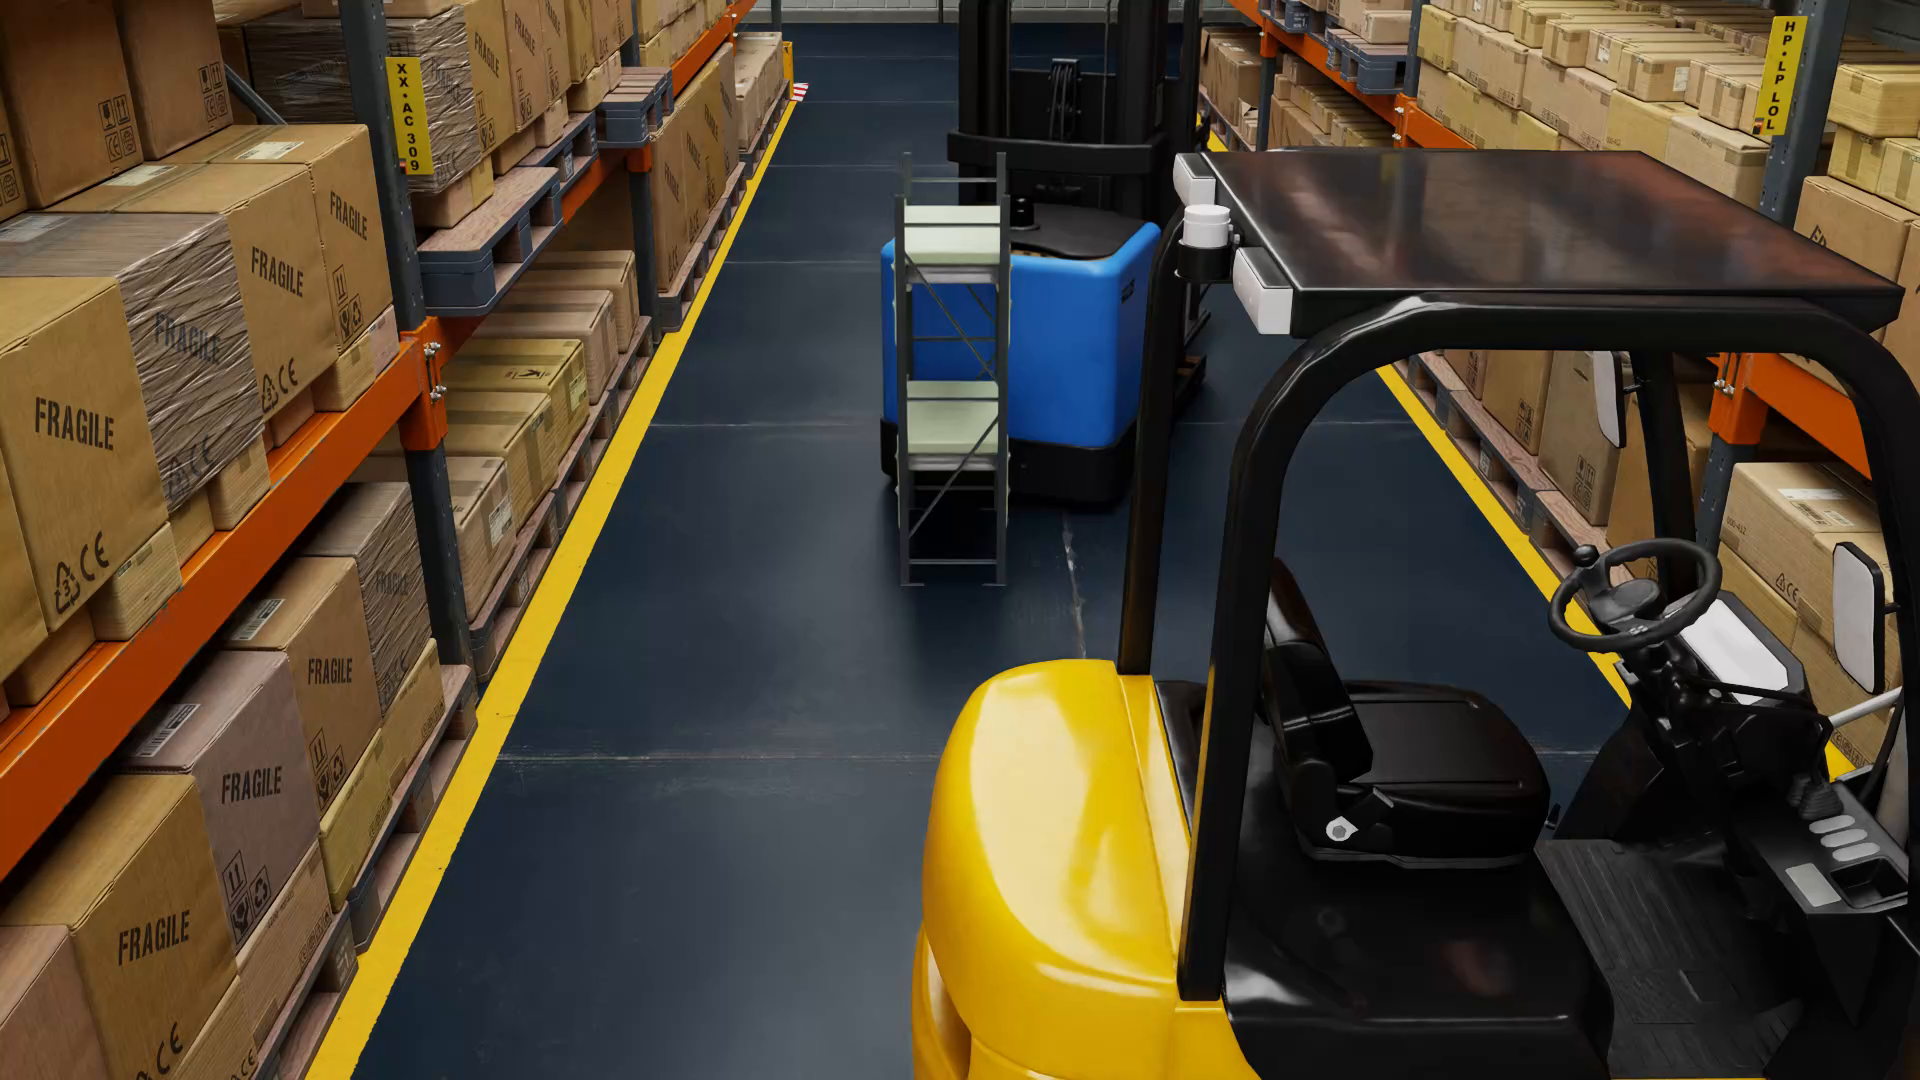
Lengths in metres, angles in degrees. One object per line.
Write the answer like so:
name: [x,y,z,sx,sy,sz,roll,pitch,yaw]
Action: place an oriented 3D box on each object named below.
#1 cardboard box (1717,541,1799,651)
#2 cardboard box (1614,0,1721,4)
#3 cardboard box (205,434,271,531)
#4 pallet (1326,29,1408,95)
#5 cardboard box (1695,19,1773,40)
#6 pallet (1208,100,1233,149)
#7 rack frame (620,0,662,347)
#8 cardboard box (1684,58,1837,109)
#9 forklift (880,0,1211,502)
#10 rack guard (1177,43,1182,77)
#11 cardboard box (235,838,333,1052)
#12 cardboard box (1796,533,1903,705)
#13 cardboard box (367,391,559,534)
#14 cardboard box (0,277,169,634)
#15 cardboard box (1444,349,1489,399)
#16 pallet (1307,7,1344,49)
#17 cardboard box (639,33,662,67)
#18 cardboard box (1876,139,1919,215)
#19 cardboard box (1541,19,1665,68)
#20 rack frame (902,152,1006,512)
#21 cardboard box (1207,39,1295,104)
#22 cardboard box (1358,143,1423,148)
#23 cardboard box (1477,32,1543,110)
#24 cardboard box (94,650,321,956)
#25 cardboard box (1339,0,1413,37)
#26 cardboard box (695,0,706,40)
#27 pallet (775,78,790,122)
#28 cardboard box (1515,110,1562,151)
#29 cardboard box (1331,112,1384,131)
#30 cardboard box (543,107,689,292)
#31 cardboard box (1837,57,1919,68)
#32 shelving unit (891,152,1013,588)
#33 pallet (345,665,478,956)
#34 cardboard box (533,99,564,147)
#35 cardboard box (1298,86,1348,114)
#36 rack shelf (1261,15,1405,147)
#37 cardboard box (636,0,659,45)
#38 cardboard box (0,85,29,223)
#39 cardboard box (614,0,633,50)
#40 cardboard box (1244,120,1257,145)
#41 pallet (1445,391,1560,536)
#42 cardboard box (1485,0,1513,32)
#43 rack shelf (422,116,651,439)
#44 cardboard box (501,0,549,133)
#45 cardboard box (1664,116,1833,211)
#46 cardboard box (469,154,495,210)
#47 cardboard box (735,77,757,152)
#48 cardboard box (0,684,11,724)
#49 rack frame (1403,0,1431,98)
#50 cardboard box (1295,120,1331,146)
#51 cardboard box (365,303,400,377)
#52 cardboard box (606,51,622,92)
cardboard box: [2.555,0.211,4.864,0.500,0.250,0.500,0,24,-1]
cardboard box: [3.150,-2.364,7.429,0.380,0.149,0.250,-1,24,-2]
cardboard box: [-1.782,-0.135,3.714,0.380,0.149,0.250,-1,24,-1]
pallet: [2.737,-2.663,9.231,1.213,0.211,1.003,0,24,-1]
cardboard box: [3.099,-1.939,6.488,0.380,0.149,0.250,0,24,0]
pallet: [2.748,-3.636,14.534,1.003,0.211,1.213,0,24,-1]
rack frame: [-2.149,-2.448,8.522,1.000,3.000,0.127,0,24,-1]
cardboard box: [2.662,-1.511,5.543,0.380,0.149,0.250,0,24,-1]
forklift: [0.616,-2.075,7.781,1.130,2.935,3.031,8,26,17]
rack guard: [2.728,-4.598,16.309,1.175,0.500,0.348,0,24,-1]
cardboard box: [-1.813,0.933,3.873,0.500,0.250,0.500,0,24,0]
cardboard box: [2.545,0.194,4.295,0.500,0.250,0.500,0,24,0]
cardboard box: [-2.124,-0.306,6.465,0.950,0.372,0.625,1,24,3]
cardboard box: [-1.818,-0.162,2.985,0.500,0.500,0.500,-1,24,-2]
cardboard box: [2.823,-1.055,7.814,0.875,0.625,0.625,1,24,1]
pallet: [2.789,-3.185,10.386,1.003,0.211,1.213,0,24,-1]
cardboard box: [-1.902,-2.582,9.001,0.500,0.250,0.500,-1,24,-1]
cardboard box: [2.603,-0.925,4.247,0.380,0.149,0.250,0,24,1]
cardboard box: [2.509,-1.939,6.490,0.380,0.149,0.250,-1,24,-2]
rack frame: [-0.024,-0.809,6.718,0.400,1.500,0.023,0,24,0]
cardboard box: [2.610,-4.216,14.955,0.700,0.500,0.500,1,24,2]
cardboard box: [2.563,-2.243,9.806,0.380,0.149,0.250,-1,24,-2]
cardboard box: [2.567,-2.025,7.163,0.500,0.250,0.500,-1,24,-2]
cardboard box: [-1.816,0.583,3.739,0.500,0.500,0.500,1,24,2]
cardboard box: [2.480,-3.028,9.477,0.500,0.250,0.500,-1,24,-3]
cardboard box: [-1.944,-3.426,10.867,0.500,0.250,0.500,-1,24,-2]
pallet: [-2.149,-4.144,15.658,1.003,0.211,1.213,0,24,-1]
cardboard box: [2.592,-1.586,6.799,0.500,0.250,0.500,1,24,1]
cardboard box: [2.618,-2.670,10.750,0.380,0.149,0.250,0,24,0]
cardboard box: [-2.073,-1.956,9.503,0.875,0.875,0.875,0,24,-1]
cardboard box: [3.117,-1.524,5.571,0.380,0.149,0.250,0,24,-1]
shelving unit: [-0.025,-0.658,6.384,0.431,1.500,0.755,0,24,0]
pallet: [-2.062,0.748,4.841,1.003,0.211,1.213,0,24,-1]
cardboard box: [-1.781,-1.643,6.537,0.380,0.149,0.250,1,24,1]
cardboard box: [2.604,-3.099,11.699,0.380,0.149,0.250,-1,24,-3]
rack shelf: [2.793,-2.968,10.545,1.077,0.370,4.000,0,24,-1]
cardboard box: [-1.907,-2.817,8.914,0.500,0.250,0.500,0,24,-1]
cardboard box: [-2.355,-0.836,3.263,0.700,0.500,0.500,-1,24,-2]
cardboard box: [-1.866,-2.634,7.942,0.500,0.500,0.500,-1,24,-2]
cardboard box: [2.471,-3.240,13.225,0.380,0.149,0.250,-1,24,-2]
pallet: [2.795,-0.360,7.290,1.003,0.211,1.213,0,24,-1]
cardboard box: [2.572,-2.357,7.412,0.380,0.149,0.250,0,24,0]
rack shelf: [-2.127,-1.296,6.848,1.077,0.370,4.000,0,24,-1]
cardboard box: [-1.821,-1.777,6.046,0.500,0.500,0.500,0,24,-1]
cardboard box: [2.597,-1.184,5.303,0.500,0.250,0.500,-1,24,-2]
cardboard box: [-1.789,-1.208,5.577,0.380,0.149,0.250,0,24,1]
cardboard box: [-2.092,-3.379,13.181,0.875,0.438,0.875,-1,24,-1]
cardboard box: [-1.853,0.289,2.776,0.380,0.149,0.250,1,24,1]
rack frame: [2.815,-2.472,8.575,1.000,3.000,0.127,0,24,-1]
cardboard box: [2.568,-2.547,11.265,0.500,0.500,0.500,-1,24,-2]
cardboard box: [-1.797,-0.554,4.640,0.380,0.149,0.250,-1,24,-1]
cardboard box: [-1.787,-2.177,7.718,0.380,0.149,0.250,0,24,-1]
